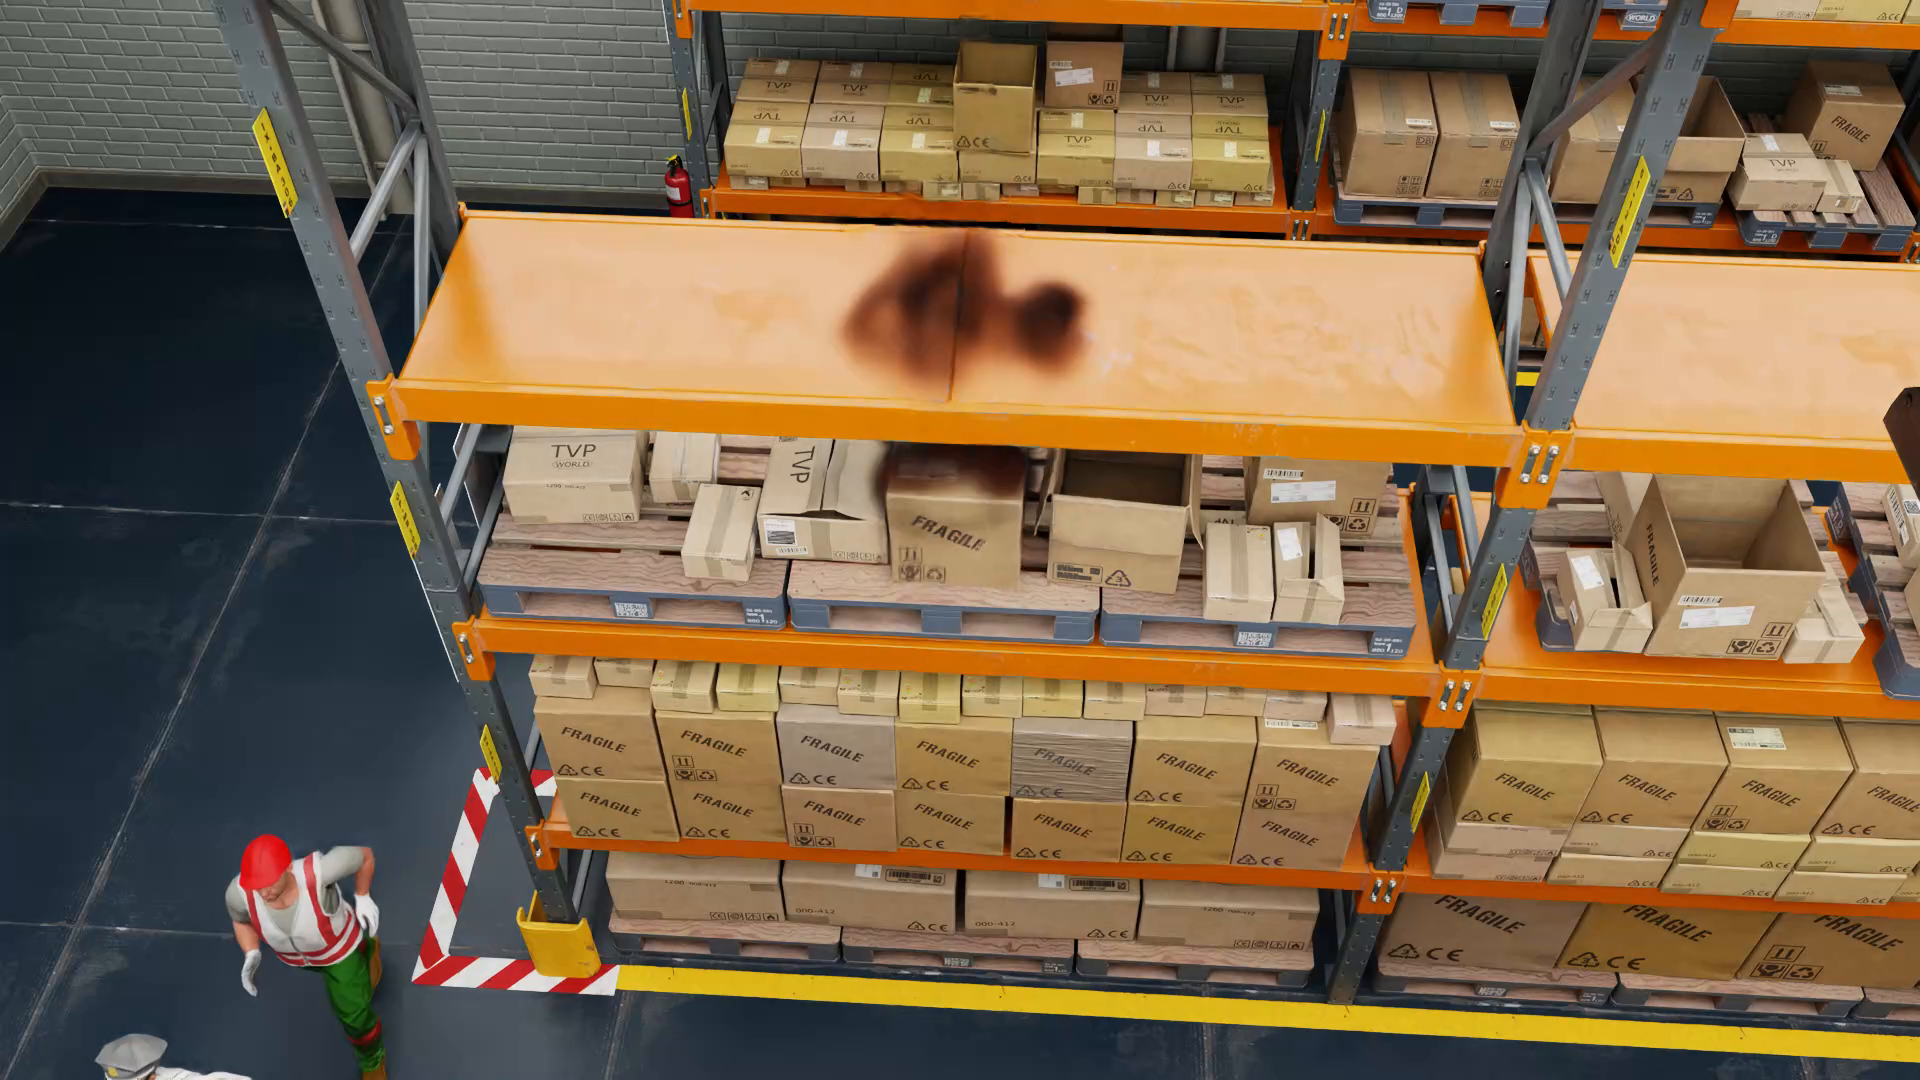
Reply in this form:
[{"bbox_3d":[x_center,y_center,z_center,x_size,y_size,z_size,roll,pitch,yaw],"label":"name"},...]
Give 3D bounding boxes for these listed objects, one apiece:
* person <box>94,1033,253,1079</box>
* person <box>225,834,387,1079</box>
[{"bbox_3d":[-3.323,2.601,7.291,0.641,1.660,0.616,7,48,7],"label":"person"},{"bbox_3d":[-3.007,1.882,7.822,0.598,1.824,0.880,0,48,0],"label":"person"}]
